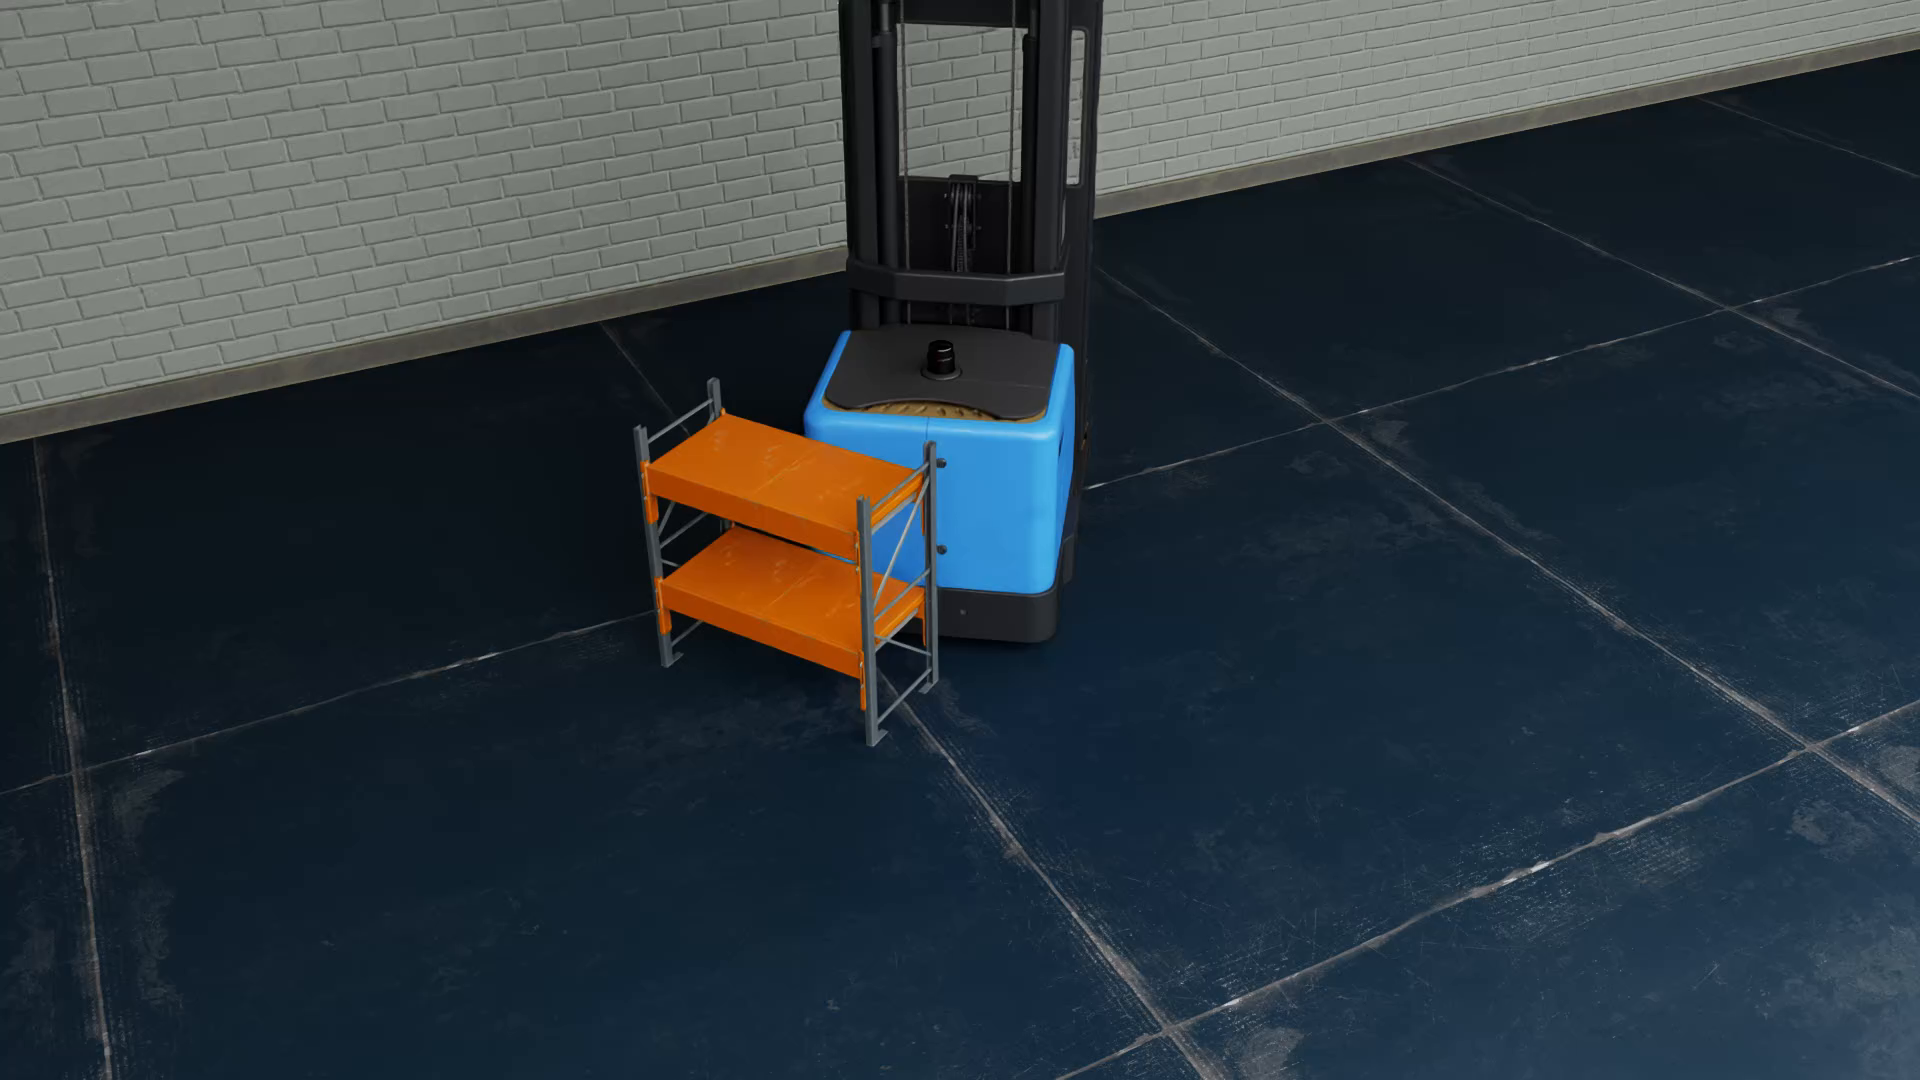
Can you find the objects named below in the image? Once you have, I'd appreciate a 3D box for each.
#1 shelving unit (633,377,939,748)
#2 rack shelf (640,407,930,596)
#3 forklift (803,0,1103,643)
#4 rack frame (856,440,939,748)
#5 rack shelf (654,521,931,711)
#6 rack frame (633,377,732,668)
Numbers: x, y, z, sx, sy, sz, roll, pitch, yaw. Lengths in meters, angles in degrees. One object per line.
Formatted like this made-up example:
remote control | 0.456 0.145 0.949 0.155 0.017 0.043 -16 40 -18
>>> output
shelving unit | -0.667 0.079 6.584 1.048 1.125 0.538 18 37 25
rack shelf | -0.667 -0.168 6.427 1.000 0.278 0.538 18 37 25
forklift | 0.077 -1.583 7.504 1.130 2.935 3.031 4 33 7
rack frame | -0.228 0.217 6.368 0.032 1.125 0.500 18 37 25
rack shelf | -0.667 0.285 6.716 1.000 0.278 0.538 18 37 25
rack frame | -1.106 -0.060 6.801 0.032 1.125 0.500 18 37 25
